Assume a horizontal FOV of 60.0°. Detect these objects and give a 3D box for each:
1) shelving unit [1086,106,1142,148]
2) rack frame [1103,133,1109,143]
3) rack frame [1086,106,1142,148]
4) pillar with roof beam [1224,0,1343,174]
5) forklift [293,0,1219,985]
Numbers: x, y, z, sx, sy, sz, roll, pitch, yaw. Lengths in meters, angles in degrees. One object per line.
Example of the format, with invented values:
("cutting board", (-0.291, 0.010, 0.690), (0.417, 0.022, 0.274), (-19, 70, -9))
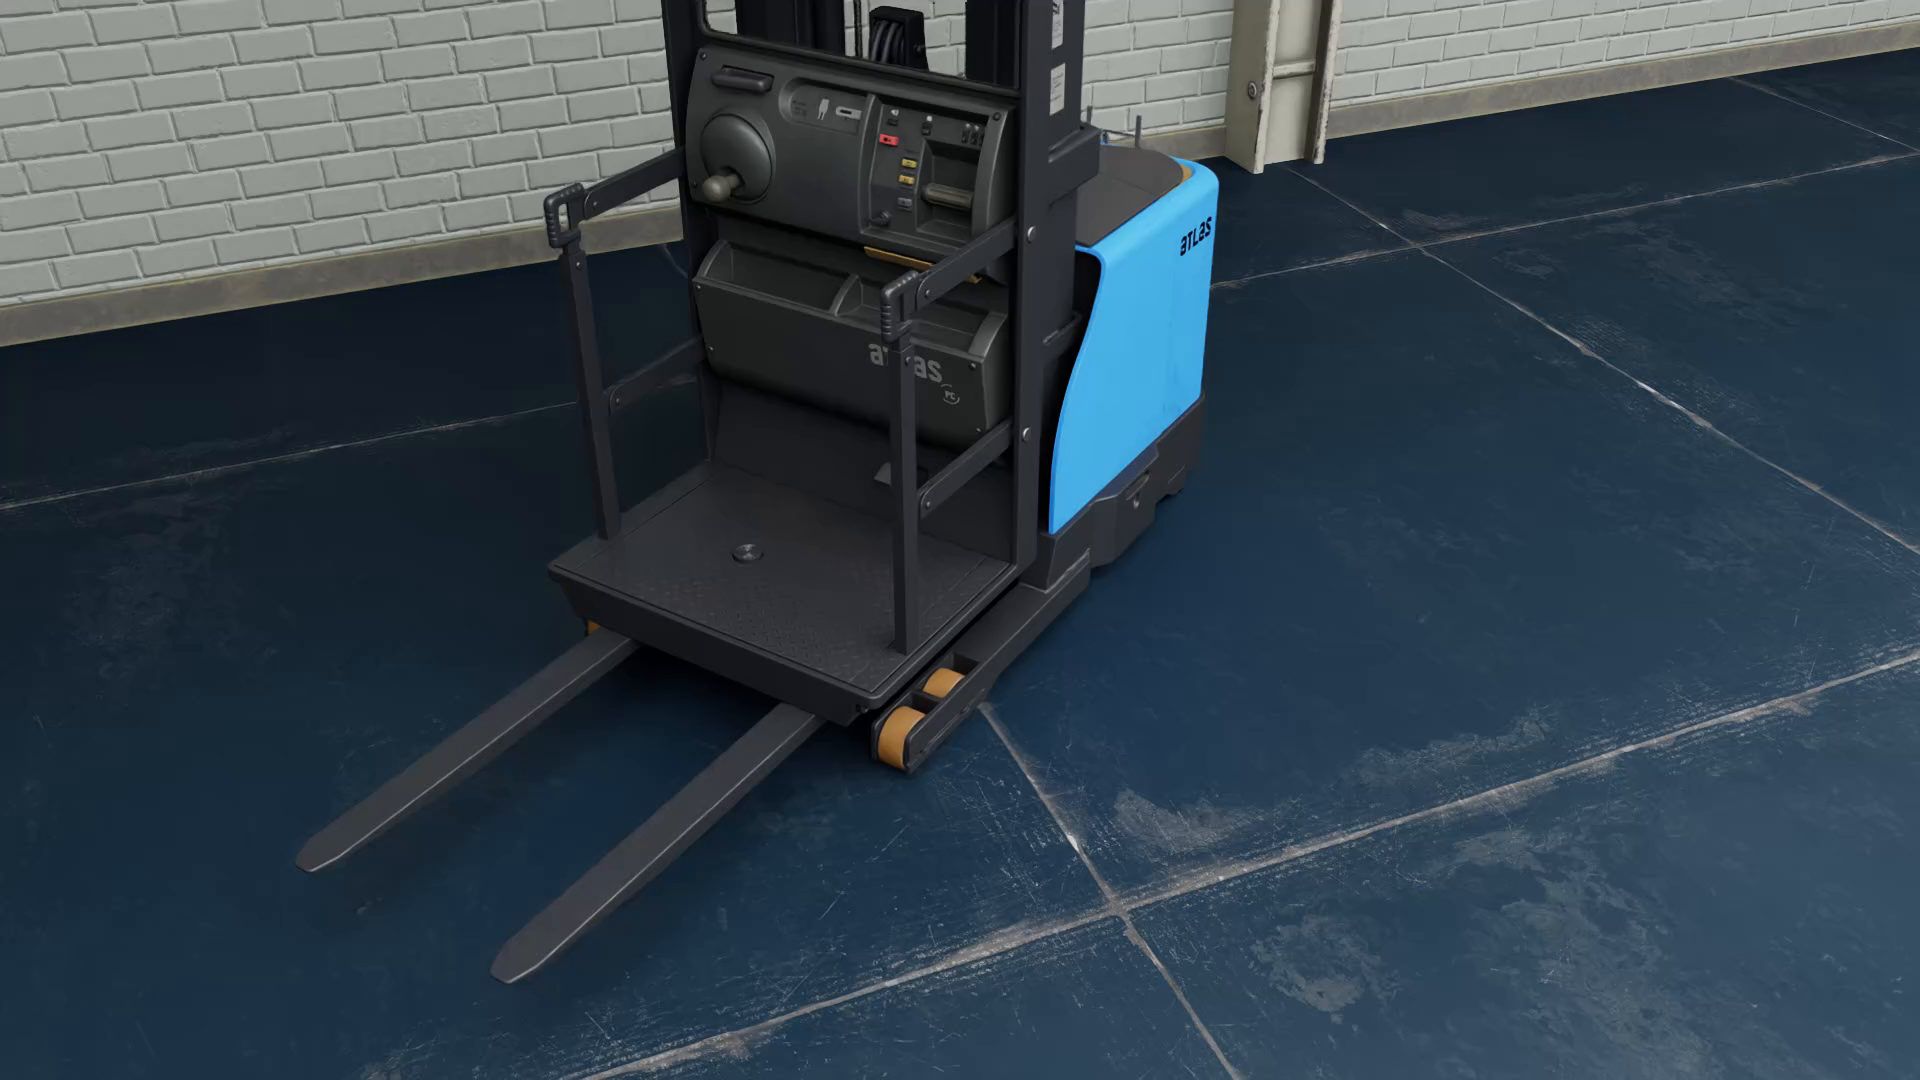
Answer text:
("shelving unit", (0.437, -0.919, 5.691), (0.215, 1.050, 0.252), (18, 35, 26))
("rack frame", (0.375, -0.867, 5.600), (0.200, 1.050, 0.008), (18, 35, 26))
("rack frame", (0.500, -0.972, 5.781), (0.200, 1.050, 0.008), (18, 35, 26))
("pillar with roof beam", (3.190, -3.473, 2.337), (0.400, 9.000, 9.100), (-13, 35, -19))
("forklift", (-0.411, -0.920, 3.977), (1.130, 2.935, 3.031), (19, 38, 26))
